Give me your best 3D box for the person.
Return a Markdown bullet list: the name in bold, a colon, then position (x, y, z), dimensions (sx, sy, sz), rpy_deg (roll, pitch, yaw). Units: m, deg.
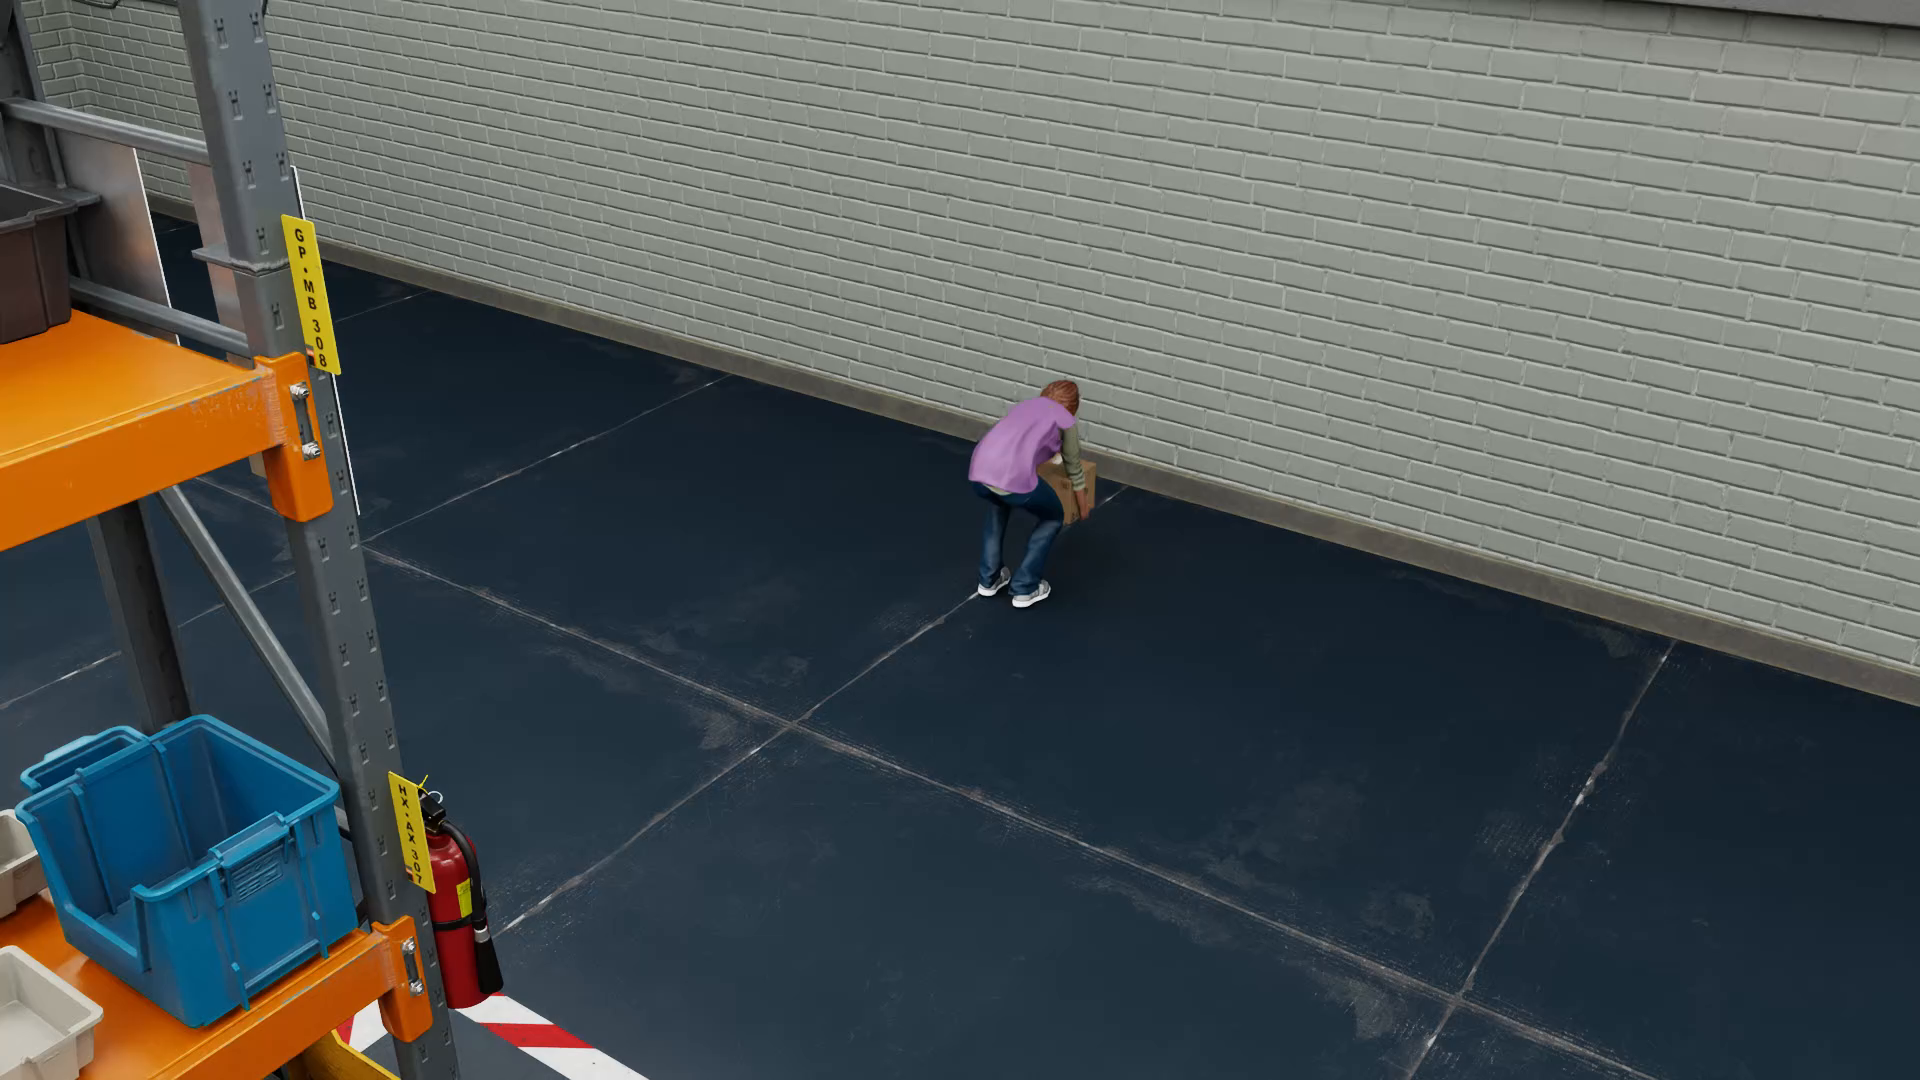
- **person**: position (0.349, -0.229, 8.240), dimensions (0.421, 0.984, 0.861), rpy_deg (16, 31, 28)
